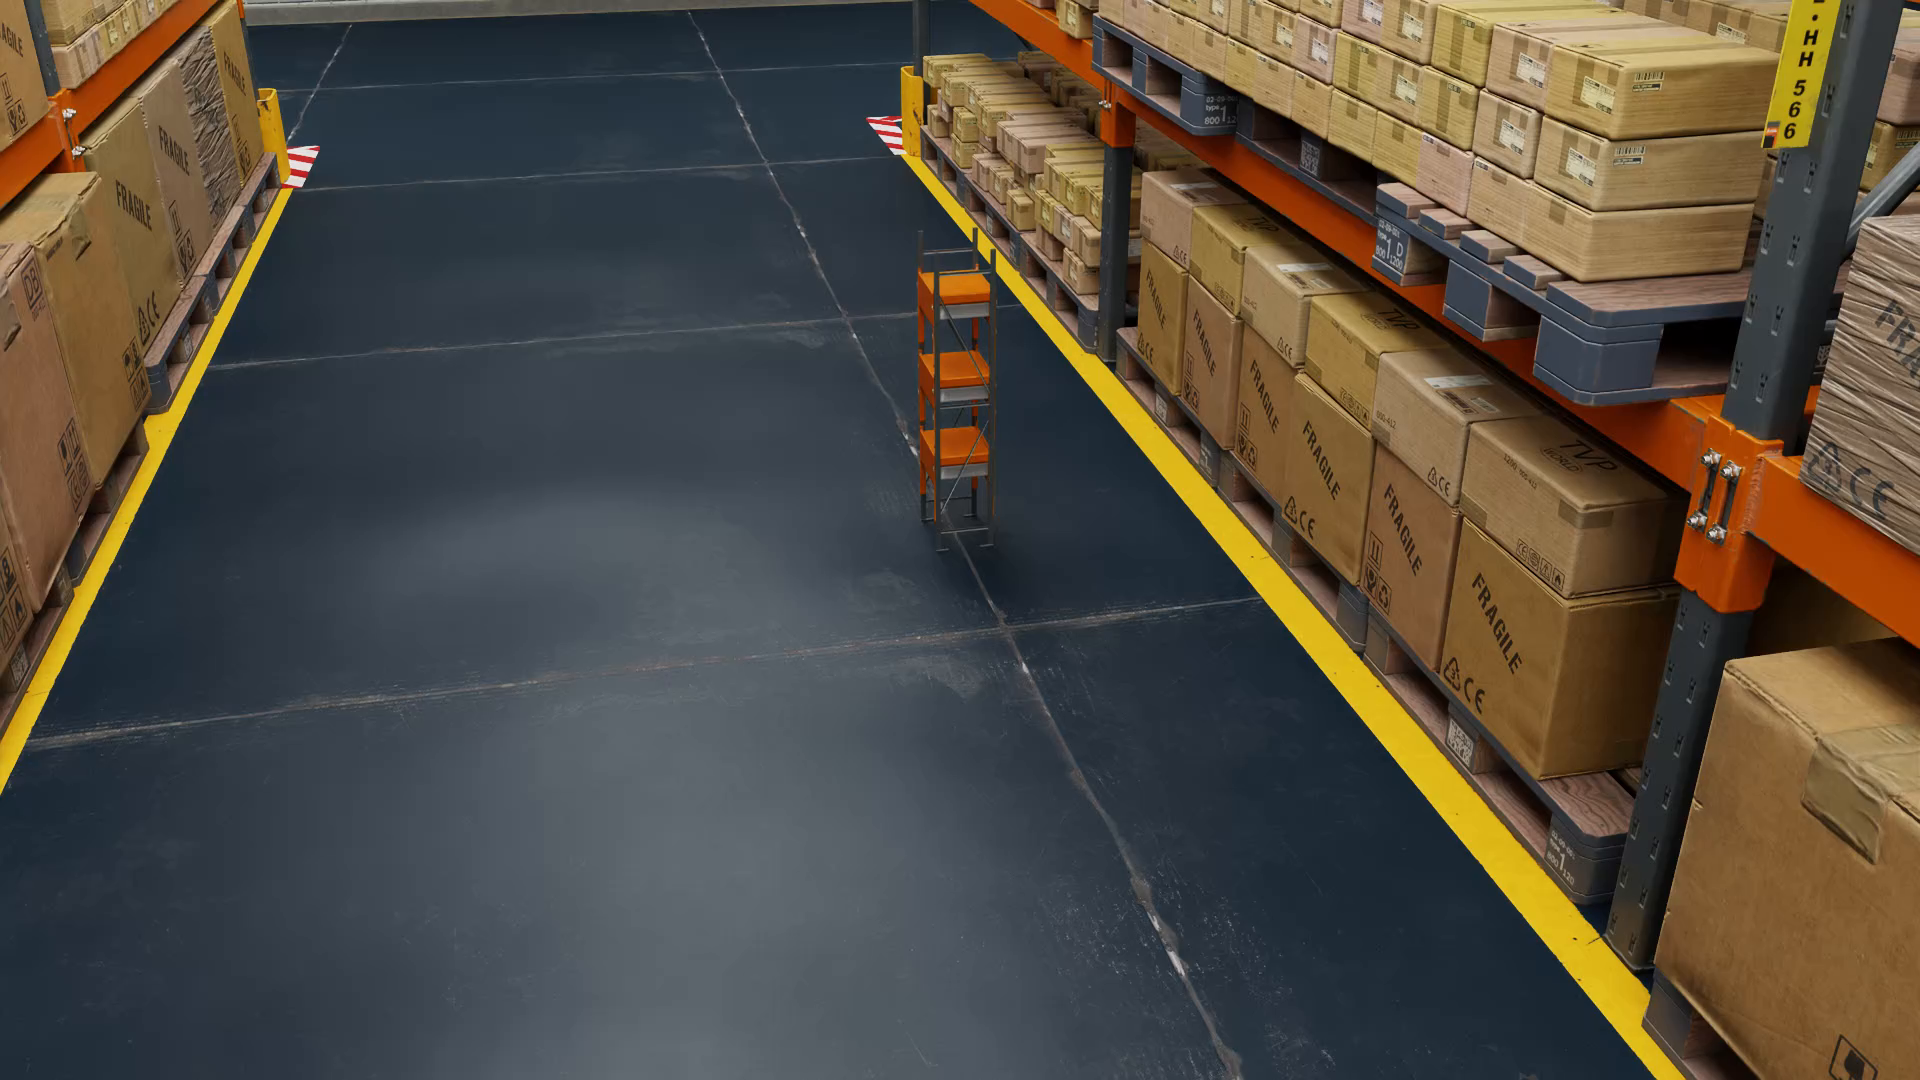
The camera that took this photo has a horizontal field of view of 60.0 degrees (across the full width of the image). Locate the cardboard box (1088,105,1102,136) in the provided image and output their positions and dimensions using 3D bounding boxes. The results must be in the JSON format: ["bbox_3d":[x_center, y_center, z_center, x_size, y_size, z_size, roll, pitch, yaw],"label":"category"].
[{"bbox_3d":[0.901,-2.223,8.864,0.380,0.149,0.250,-6,27,-11],"label":"cardboard box"}]

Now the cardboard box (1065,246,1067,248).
[{"bbox_3d":[0.707,-1.357,7.807,0.380,0.149,0.250,-5,27,-10],"label":"cardboard box"}]

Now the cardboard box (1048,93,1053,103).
[{"bbox_3d":[0.718,-2.555,9.851,0.380,0.149,0.250,-7,28,-14],"label":"cardboard box"}]

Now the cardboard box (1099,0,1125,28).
[{"bbox_3d":[0.745,-2.038,6.271,0.380,0.149,0.250,-7,28,-14],"label":"cardboard box"}]

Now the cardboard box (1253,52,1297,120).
[{"bbox_3d":[1.098,-1.354,4.917,0.380,0.149,0.250,-7,28,-14],"label":"cardboard box"}]

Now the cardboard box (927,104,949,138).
[{"bbox_3d":[0.009,-2.590,10.251,0.380,0.149,0.250,-5,27,-11],"label":"cardboard box"}]

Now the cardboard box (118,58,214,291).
[{"bbox_3d":[-4.025,-1.655,7.591,0.875,0.875,0.875,-6,27,-12],"label":"cardboard box"}]

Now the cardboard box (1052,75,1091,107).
[{"bbox_3d":[0.748,-2.575,9.560,0.380,0.149,0.250,-7,28,-14],"label":"cardboard box"}]

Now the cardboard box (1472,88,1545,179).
[{"bbox_3d":[1.389,-0.922,3.730,0.380,0.149,0.250,-5,27,-10],"label":"cardboard box"}]

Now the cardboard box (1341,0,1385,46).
[{"bbox_3d":[1.222,-1.384,4.316,0.380,0.149,0.250,-6,27,-12],"label":"cardboard box"}]

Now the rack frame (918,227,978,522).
[{"bbox_3d":[-0.040,-0.546,5.666,0.200,1.050,0.008,-6,27,-12],"label":"rack frame"}]

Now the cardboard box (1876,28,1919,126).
[{"bbox_3d":[2.089,-0.991,3.538,0.380,0.149,0.250,-6,27,-12],"label":"cardboard box"}]

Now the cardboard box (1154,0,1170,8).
[{"bbox_3d":[0.863,-1.944,5.755,0.380,0.149,0.250,-5,27,-10],"label":"cardboard box"}]

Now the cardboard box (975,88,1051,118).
[{"bbox_3d":[0.291,-2.398,9.210,0.380,0.149,0.250,-5,27,-10],"label":"cardboard box"}]

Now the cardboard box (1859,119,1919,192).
[{"bbox_3d":[2.092,-0.867,3.621,0.380,0.149,0.250,-5,27,-9],"label":"cardboard box"}]

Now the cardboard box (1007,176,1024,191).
[{"bbox_3d":[0.457,-1.810,8.705,0.380,0.149,0.250,-5,27,-11],"label":"cardboard box"}]

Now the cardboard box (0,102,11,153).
[{"bbox_3d":[-3.275,-1.372,5.028,0.500,0.500,0.500,-5,27,-10],"label":"cardboard box"}]

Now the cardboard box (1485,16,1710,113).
[{"bbox_3d":[1.394,-1.046,3.646,0.380,0.149,0.250,-6,27,-12],"label":"cardboard box"}]

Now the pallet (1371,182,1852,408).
[{"bbox_3d":[1.741,-0.642,3.907,1.213,0.211,1.003,-6,27,-12],"label":"pallet"}]

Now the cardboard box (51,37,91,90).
[{"bbox_3d":[-3.494,-1.774,6.215,0.380,0.149,0.250,-6,27,-11],"label":"cardboard box"}]

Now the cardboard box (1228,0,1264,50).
[{"bbox_3d":[1.045,-1.595,5.064,0.380,0.149,0.250,-6,27,-12],"label":"cardboard box"}]

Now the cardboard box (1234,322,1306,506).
[{"bbox_3d":[1.264,-0.442,5.604,0.500,0.500,0.500,-5,27,-11],"label":"cardboard box"}]

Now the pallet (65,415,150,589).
[{"bbox_3d":[-3.504,-0.147,5.807,1.003,0.211,1.213,-6,27,-12],"label":"pallet"}]

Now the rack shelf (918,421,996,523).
[{"bbox_3d":[-0.012,-0.235,5.690,0.215,0.259,0.240,-6,27,-12],"label":"rack shelf"}]

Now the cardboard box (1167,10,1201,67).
[{"bbox_3d":[0.921,-1.696,5.594,0.380,0.149,0.250,-6,27,-11],"label":"cardboard box"}]

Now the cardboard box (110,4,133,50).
[{"bbox_3d":[-3.674,-2.120,6.901,0.380,0.149,0.250,-7,28,-13],"label":"cardboard box"}]

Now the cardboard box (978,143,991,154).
[{"bbox_3d":[0.311,-2.150,9.378,0.380,0.149,0.250,-6,27,-11],"label":"cardboard box"}]

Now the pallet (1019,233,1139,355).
[{"bbox_3d":[0.918,-1.228,7.950,1.003,0.211,1.213,-6,27,-12],"label":"pallet"}]

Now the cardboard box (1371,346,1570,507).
[{"bbox_3d":[1.471,-0.327,4.544,0.500,0.250,0.500,-6,27,-11],"label":"cardboard box"}]

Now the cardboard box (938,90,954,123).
[{"bbox_3d":[0.077,-2.604,9.947,0.380,0.149,0.250,-6,27,-12],"label":"cardboard box"}]

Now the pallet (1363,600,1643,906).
[{"bbox_3d":[1.831,0.476,4.573,1.003,0.211,1.213,-6,27,-12],"label":"pallet"}]

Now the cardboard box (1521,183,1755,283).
[{"bbox_3d":[1.446,-0.671,3.564,0.380,0.149,0.250,-5,27,-11],"label":"cardboard box"}]

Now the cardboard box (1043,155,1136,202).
[{"bbox_3d":[0.611,-1.709,7.844,0.380,0.149,0.250,-6,27,-12],"label":"cardboard box"}]

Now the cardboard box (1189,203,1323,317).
[{"bbox_3d":[1.135,-1.004,5.885,0.500,0.250,0.500,-5,27,-10],"label":"cardboard box"}]

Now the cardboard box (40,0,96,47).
[{"bbox_3d":[-3.602,-2.021,6.262,0.500,0.250,0.500,-6,27,-13],"label":"cardboard box"}]

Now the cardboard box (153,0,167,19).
[{"bbox_3d":[-3.847,-2.458,7.571,0.380,0.149,0.250,-7,28,-13],"label":"cardboard box"}]

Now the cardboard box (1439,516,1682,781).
[{"bbox_3d":[1.602,0.240,4.254,0.500,0.500,0.500,-6,27,-12],"label":"cardboard box"}]

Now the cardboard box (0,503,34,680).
[{"bbox_3d":[-3.178,0.097,4.121,1.225,0.875,0.875,-6,27,-11],"label":"cardboard box"}]

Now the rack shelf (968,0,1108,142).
[{"bbox_3d":[0.653,-2.739,8.646,1.077,0.370,4.000,-6,27,-12],"label":"rack shelf"}]

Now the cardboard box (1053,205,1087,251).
[{"bbox_3d":[0.650,-1.453,7.668,0.380,0.149,0.250,-7,28,-14],"label":"cardboard box"}]

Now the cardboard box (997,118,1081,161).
[{"bbox_3d":[0.405,-2.057,8.535,0.380,0.149,0.250,-7,28,-13],"label":"cardboard box"}]

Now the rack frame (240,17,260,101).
[{"bbox_3d":[-4.653,-3.479,9.313,1.000,3.000,0.127,-6,27,-12],"label":"rack frame"}]

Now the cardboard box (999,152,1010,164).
[{"bbox_3d":[0.424,-2.160,9.068,0.380,0.149,0.250,-5,27,-9],"label":"cardboard box"}]

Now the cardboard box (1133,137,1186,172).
[{"bbox_3d":[1.038,-1.880,8.183,0.380,0.149,0.250,-7,28,-13],"label":"cardboard box"}]

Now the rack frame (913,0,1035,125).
[{"bbox_3d":[0.202,-3.938,10.223,1.000,3.000,0.127,-6,27,-12],"label":"rack frame"}]

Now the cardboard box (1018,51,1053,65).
[{"bbox_3d":[0.569,-2.912,10.228,0.380,0.149,0.250,-6,27,-11],"label":"cardboard box"}]

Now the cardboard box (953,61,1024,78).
[{"bbox_3d":[0.169,-2.745,9.897,0.380,0.149,0.250,-5,27,-11],"label":"cardboard box"}]

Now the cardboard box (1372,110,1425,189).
[{"bbox_3d":[1.281,-1.003,4.221,0.380,0.149,0.250,-6,27,-12],"label":"cardboard box"}]

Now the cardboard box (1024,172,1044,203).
[{"bbox_3d":[0.535,-1.799,8.353,0.380,0.149,0.250,-5,27,-10],"label":"cardboard box"}]

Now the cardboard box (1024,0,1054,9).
[{"bbox_3d":[0.521,-2.629,7.908,0.380,0.149,0.250,-7,28,-14],"label":"cardboard box"}]

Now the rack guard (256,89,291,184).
[{"bbox_3d":[-4.658,-2.373,9.897,1.175,0.500,0.348,-6,27,-12],"label":"rack guard"}]

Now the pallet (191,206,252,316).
[{"bbox_3d":[-4.125,-1.356,8.203,1.003,0.211,1.213,-6,27,-12],"label":"pallet"}]

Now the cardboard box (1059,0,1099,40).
[{"bbox_3d":[0.647,-2.274,7.204,0.380,0.149,0.250,-7,28,-13],"label":"cardboard box"}]

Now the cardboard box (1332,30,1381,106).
[{"bbox_3d":[1.217,-1.256,4.393,0.380,0.149,0.250,-6,27,-12],"label":"cardboard box"}]

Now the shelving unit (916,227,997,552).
[{"bbox_3d":[-0.012,-0.492,5.560,0.215,1.050,0.252,-6,27,-12],"label":"shelving unit"}]

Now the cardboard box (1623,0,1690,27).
[{"bbox_3d":[1.917,-1.332,4.212,0.380,0.149,0.250,-7,28,-14],"label":"cardboard box"}]
